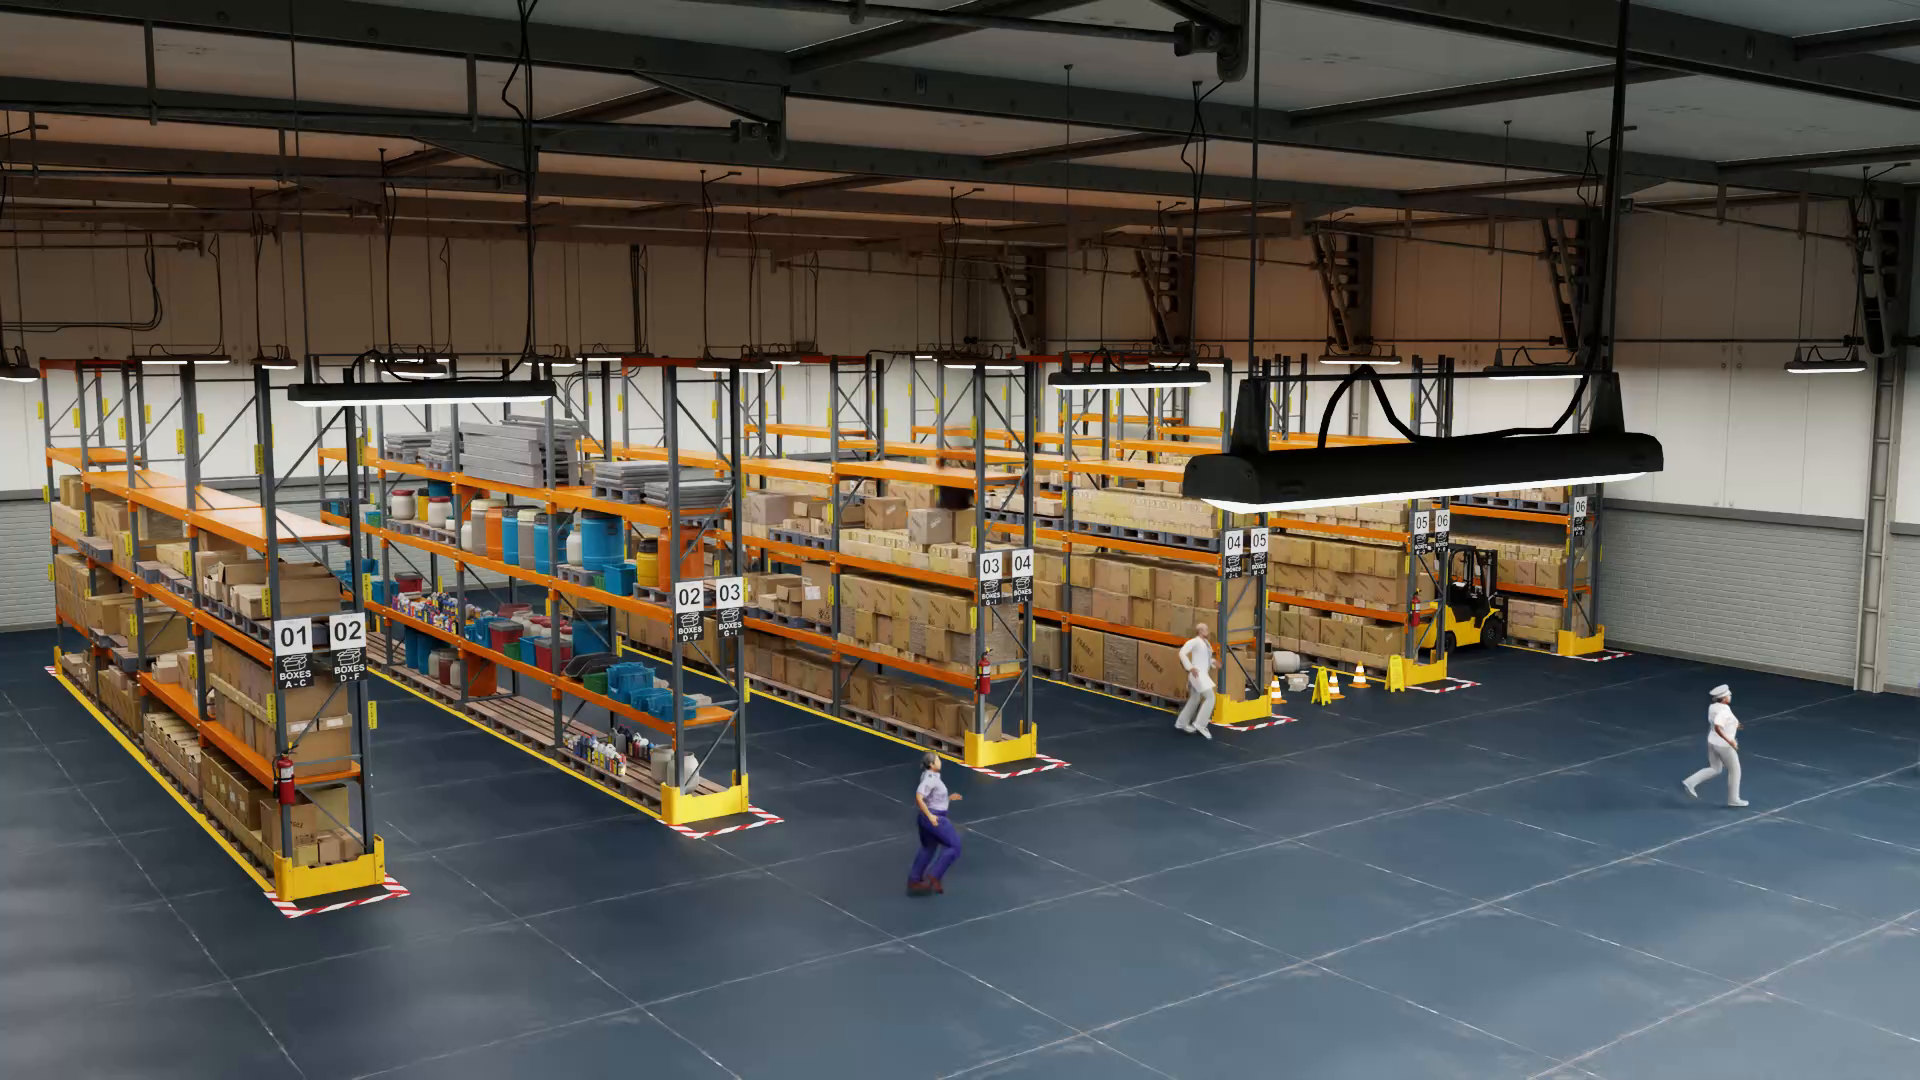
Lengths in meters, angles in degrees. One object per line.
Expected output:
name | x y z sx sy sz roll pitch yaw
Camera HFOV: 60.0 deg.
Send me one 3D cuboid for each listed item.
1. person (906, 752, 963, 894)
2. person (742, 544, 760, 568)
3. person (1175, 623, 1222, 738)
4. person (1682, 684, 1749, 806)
person | -0.285 3.237 19.078 0.659 1.641 0.578 -2 7 -15
person | -5.330 0.466 41.760 0.660 1.713 0.707 -4 8 -31
person | 3.869 2.247 26.876 0.740 1.804 0.668 2 7 18
person | 10.346 2.786 22.597 0.817 1.671 0.587 0 7 0
